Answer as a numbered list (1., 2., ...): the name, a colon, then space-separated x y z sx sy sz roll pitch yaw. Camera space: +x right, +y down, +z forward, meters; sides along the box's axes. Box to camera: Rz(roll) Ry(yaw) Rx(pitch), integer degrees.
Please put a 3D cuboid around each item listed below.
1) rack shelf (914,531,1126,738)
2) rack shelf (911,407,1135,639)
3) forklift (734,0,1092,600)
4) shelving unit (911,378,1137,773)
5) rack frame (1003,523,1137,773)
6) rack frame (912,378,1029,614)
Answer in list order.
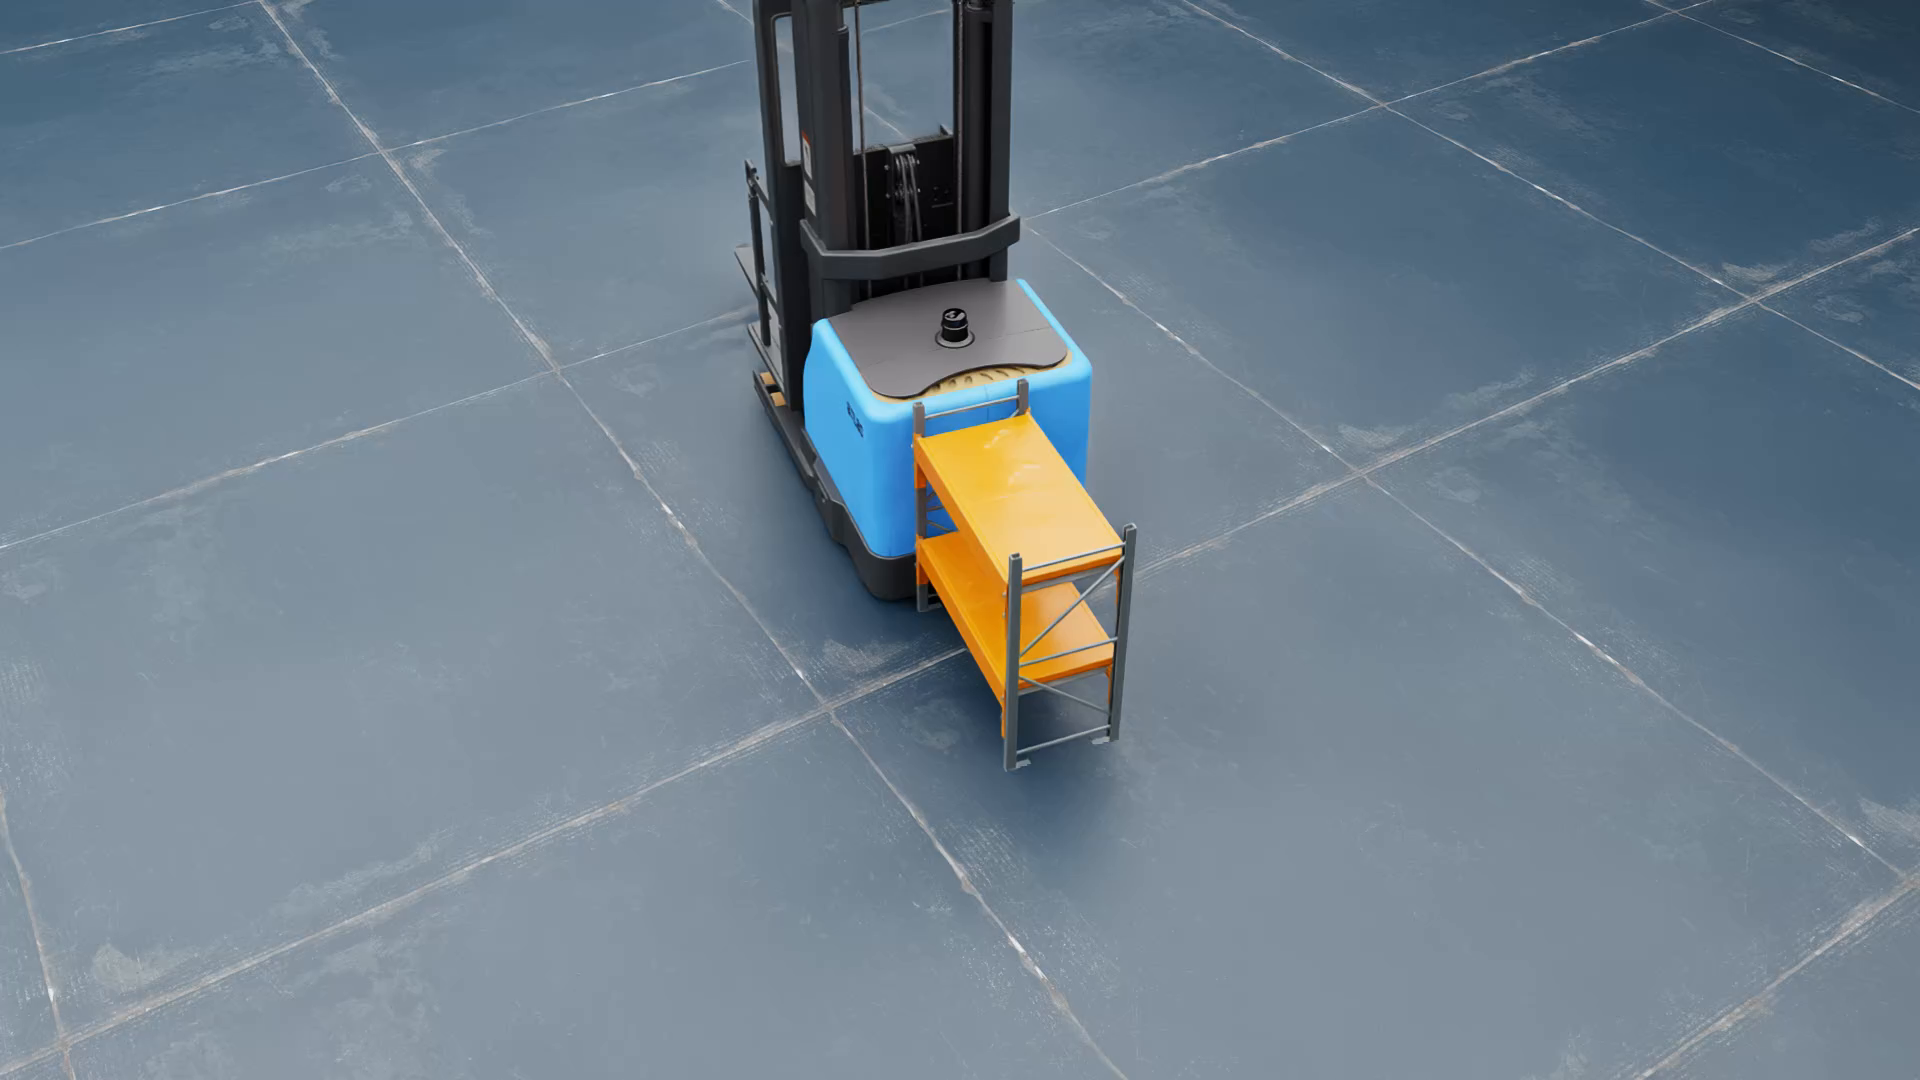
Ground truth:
1. rack shelf: 0.229 0.321 6.929 0.538 0.278 1.000 -14 42 -16
2. rack shelf: 0.229 -0.092 6.585 0.538 0.278 1.000 -14 42 -16
3. forklift: -0.426 -1.808 7.691 1.130 2.935 3.031 -14 42 -16
4. shelving unit: 0.229 0.133 6.772 0.538 1.125 1.048 -14 42 -16
5. rack frame: 0.413 0.437 6.408 0.500 1.125 0.032 -14 42 -16
6. rack frame: 0.046 -0.170 7.136 0.500 1.125 0.032 -14 42 -16
